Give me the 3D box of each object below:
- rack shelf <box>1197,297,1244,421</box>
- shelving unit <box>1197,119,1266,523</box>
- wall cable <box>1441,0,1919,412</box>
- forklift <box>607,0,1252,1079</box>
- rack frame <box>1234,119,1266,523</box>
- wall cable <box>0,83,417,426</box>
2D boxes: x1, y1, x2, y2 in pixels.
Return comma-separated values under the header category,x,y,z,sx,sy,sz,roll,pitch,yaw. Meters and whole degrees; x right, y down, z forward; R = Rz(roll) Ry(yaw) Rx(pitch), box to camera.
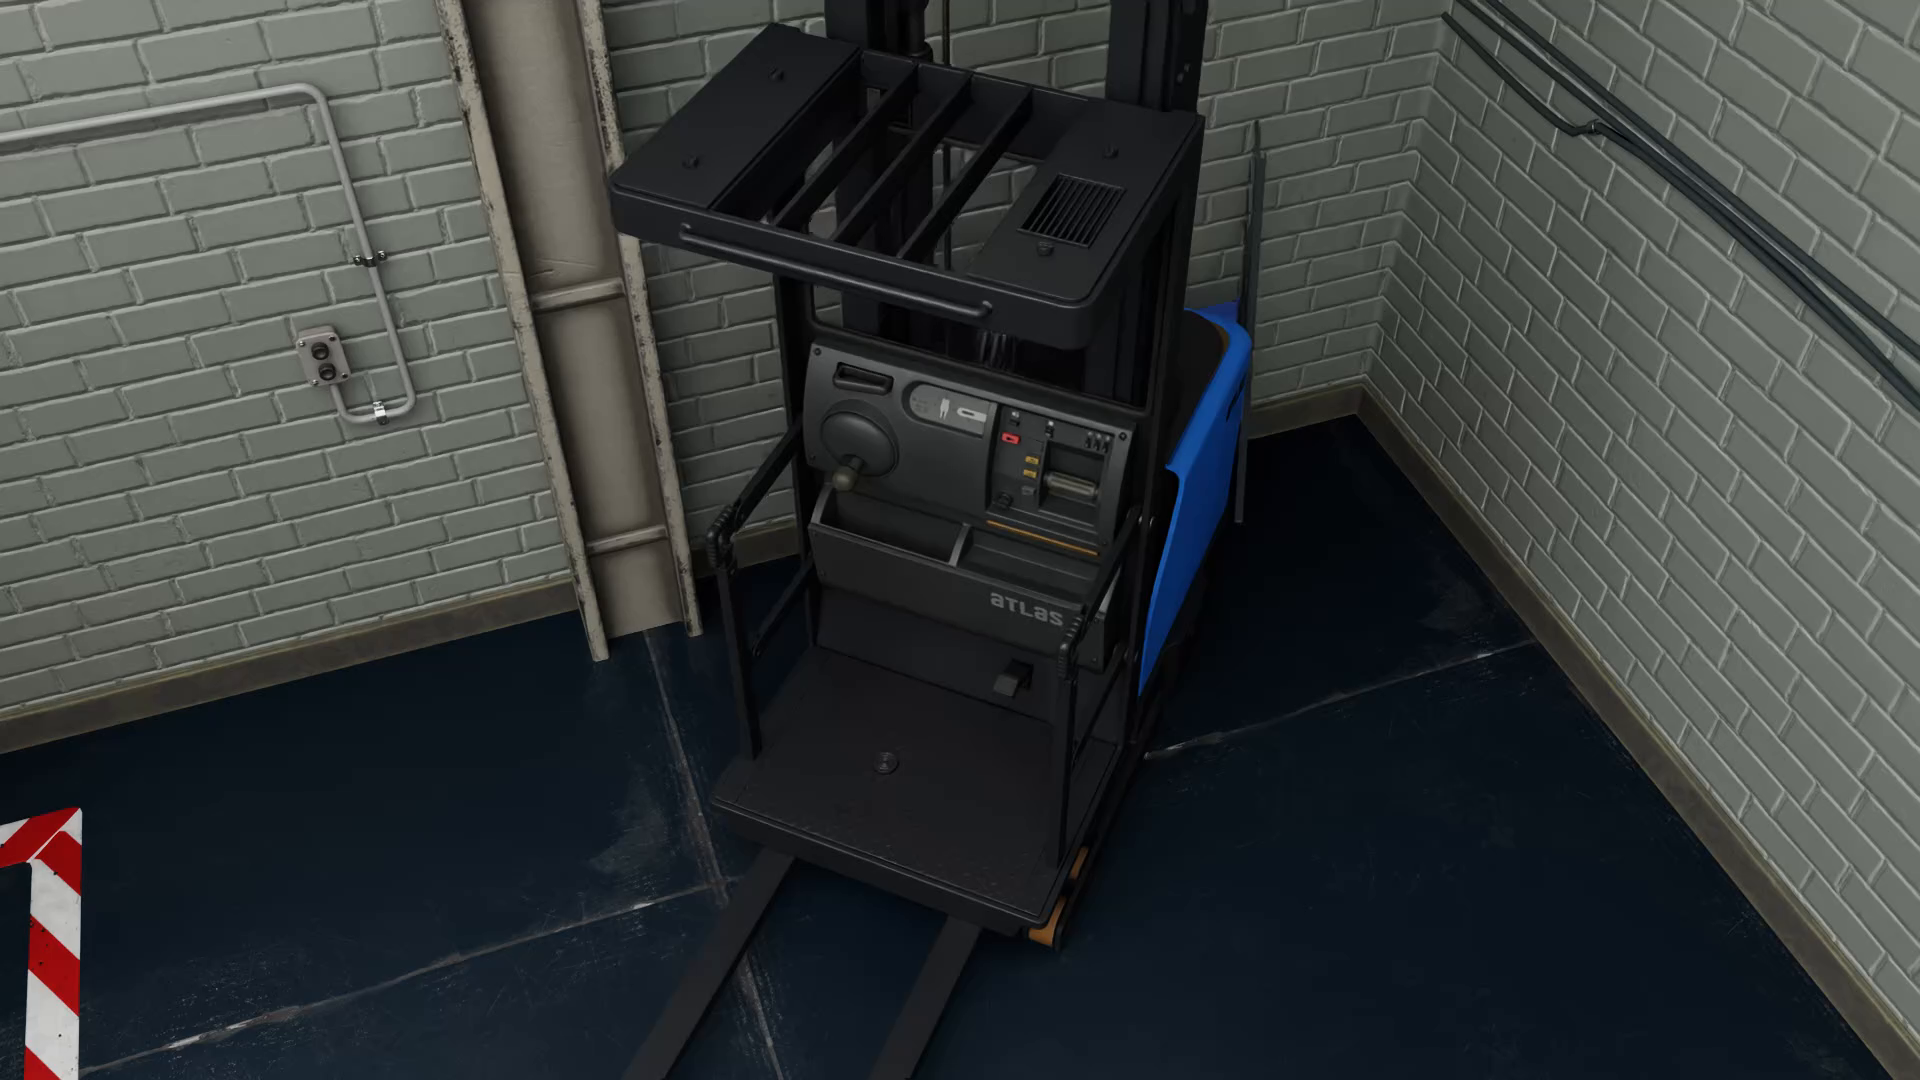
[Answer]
category,x,y,z,sx,sy,sz,roll,pitch,yaw
rack shelf,0.523,-0.671,6.055,1.000,0.185,0.538,2,42,7
shelving unit,0.511,-0.806,5.937,1.048,1.500,0.538,2,42,7
wall cable,2.048,-1.699,3.783,0.112,2.526,3.097,-14,47,-14
forklift,-0.075,-0.162,4.342,1.130,2.935,3.031,17,48,16
rack frame,1.015,-0.792,5.872,0.032,1.500,0.500,2,42,7
wall cable,-2.510,-0.852,4.265,1.851,1.984,0.084,-14,47,-14
